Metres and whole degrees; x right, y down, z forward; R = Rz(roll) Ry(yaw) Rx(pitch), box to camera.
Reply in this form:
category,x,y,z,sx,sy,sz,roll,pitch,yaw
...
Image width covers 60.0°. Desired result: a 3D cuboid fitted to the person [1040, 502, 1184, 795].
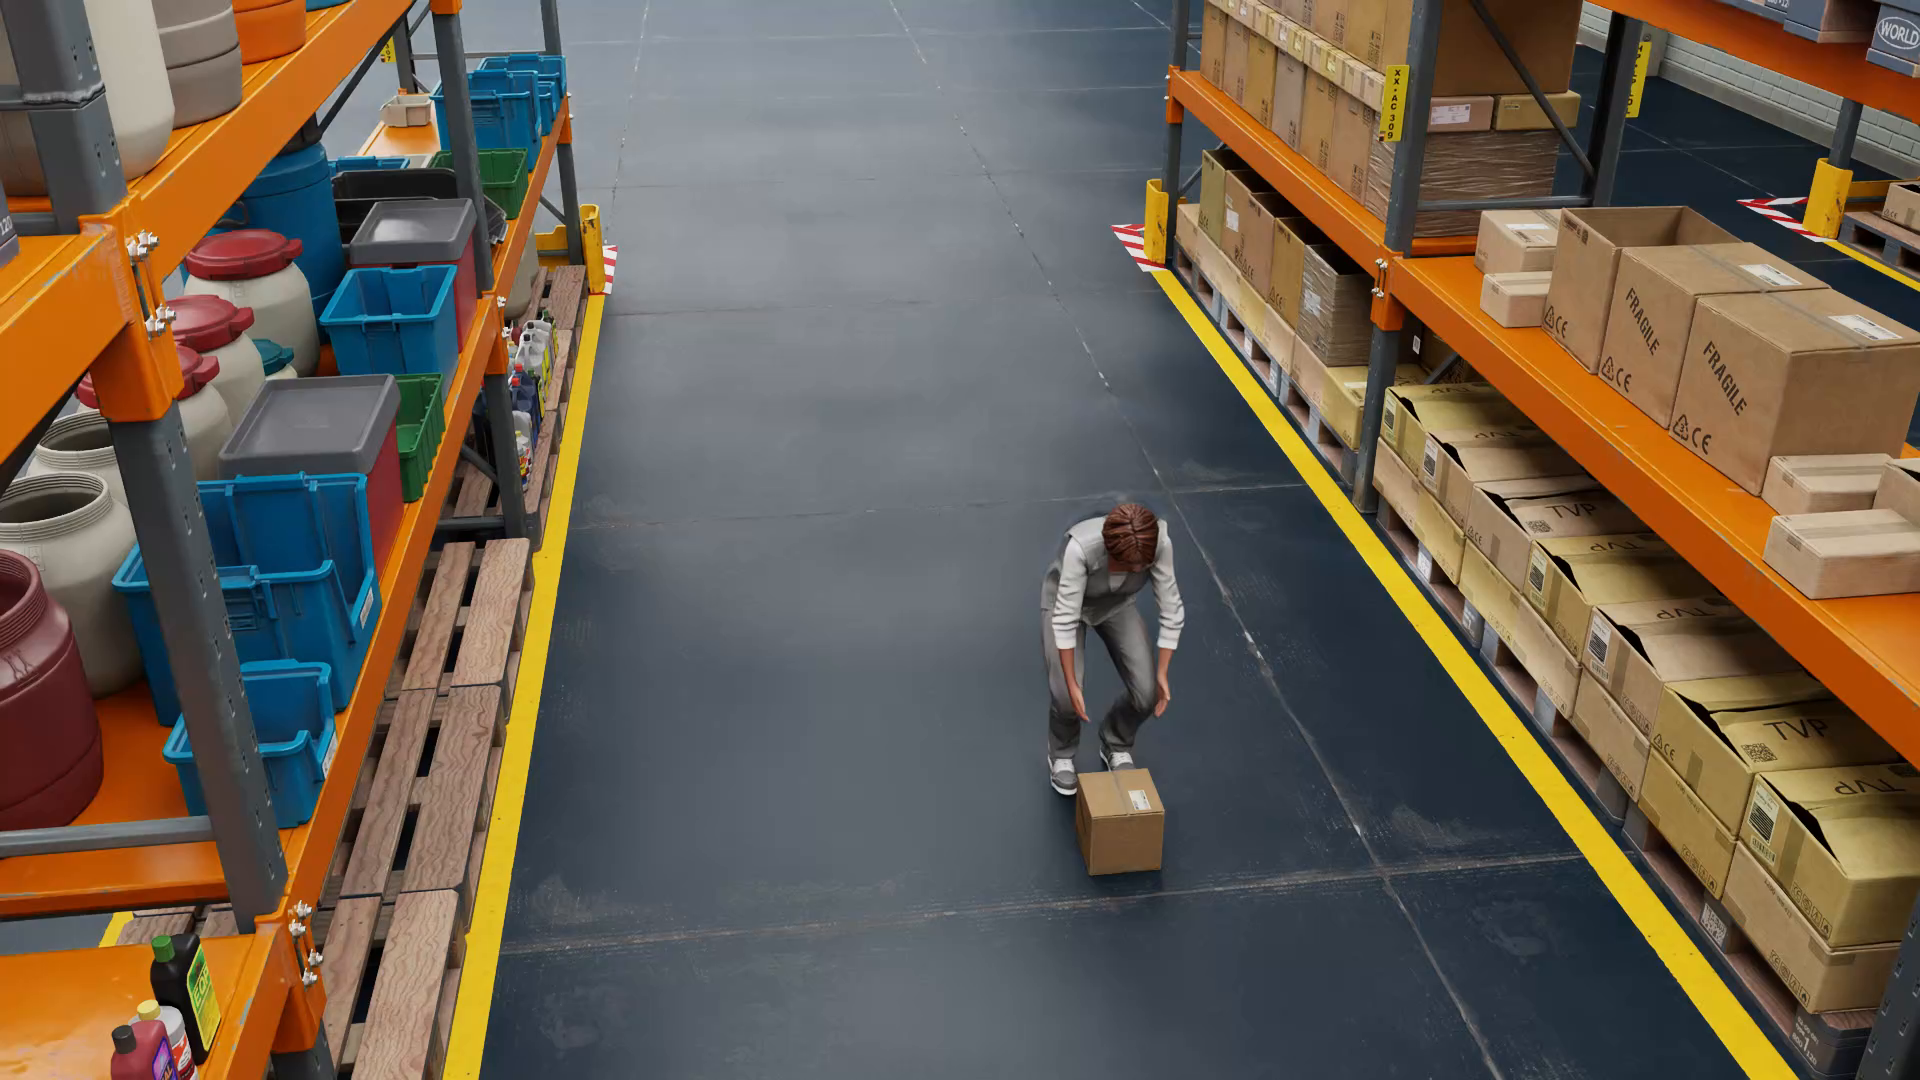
category,x,y,z,sx,sy,sz,roll,pitch,yaw
person,0.526,0.336,5.876,0.462,1.242,0.688,-4,28,-7
